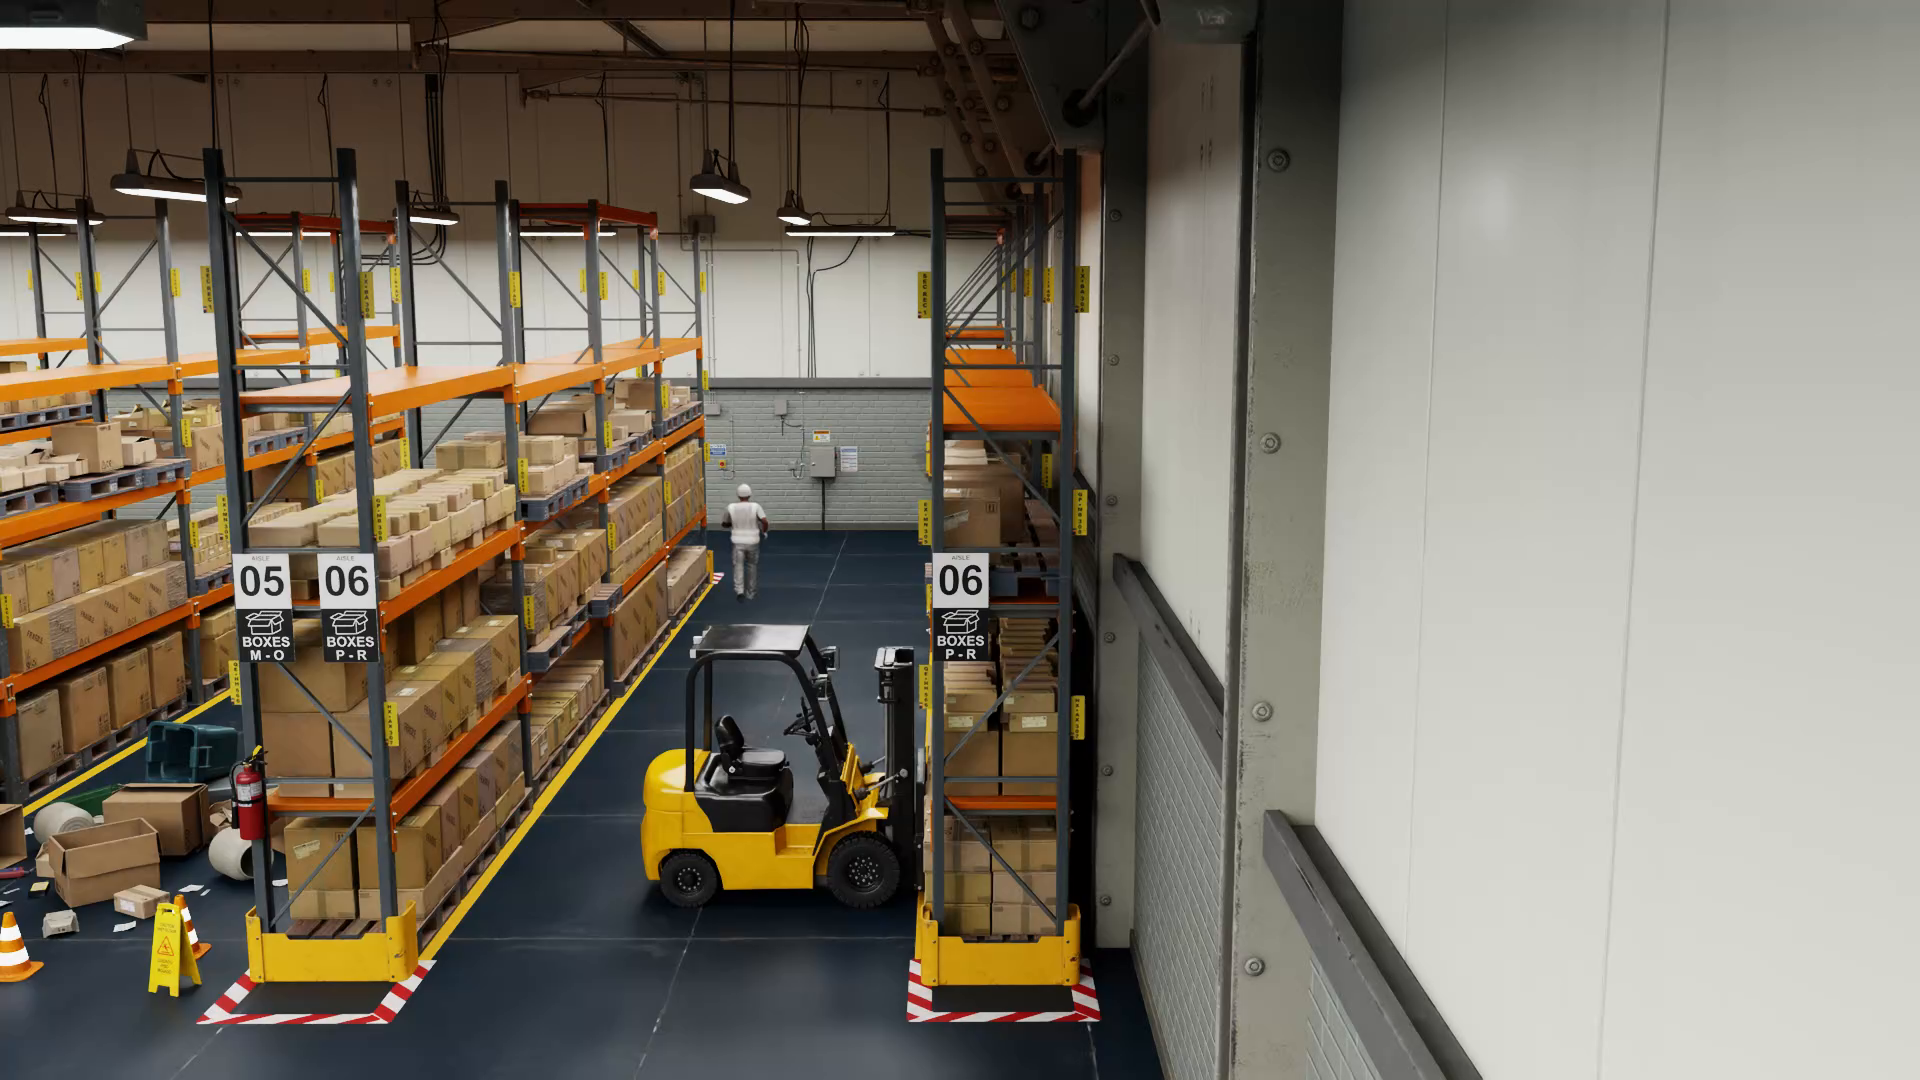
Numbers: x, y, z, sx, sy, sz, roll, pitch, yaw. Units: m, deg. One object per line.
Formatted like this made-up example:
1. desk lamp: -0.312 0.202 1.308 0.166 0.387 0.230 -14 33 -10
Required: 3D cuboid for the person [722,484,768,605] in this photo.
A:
1. person: -3.190 0.047 24.783 0.684 1.792 0.873 -1 9 -4
